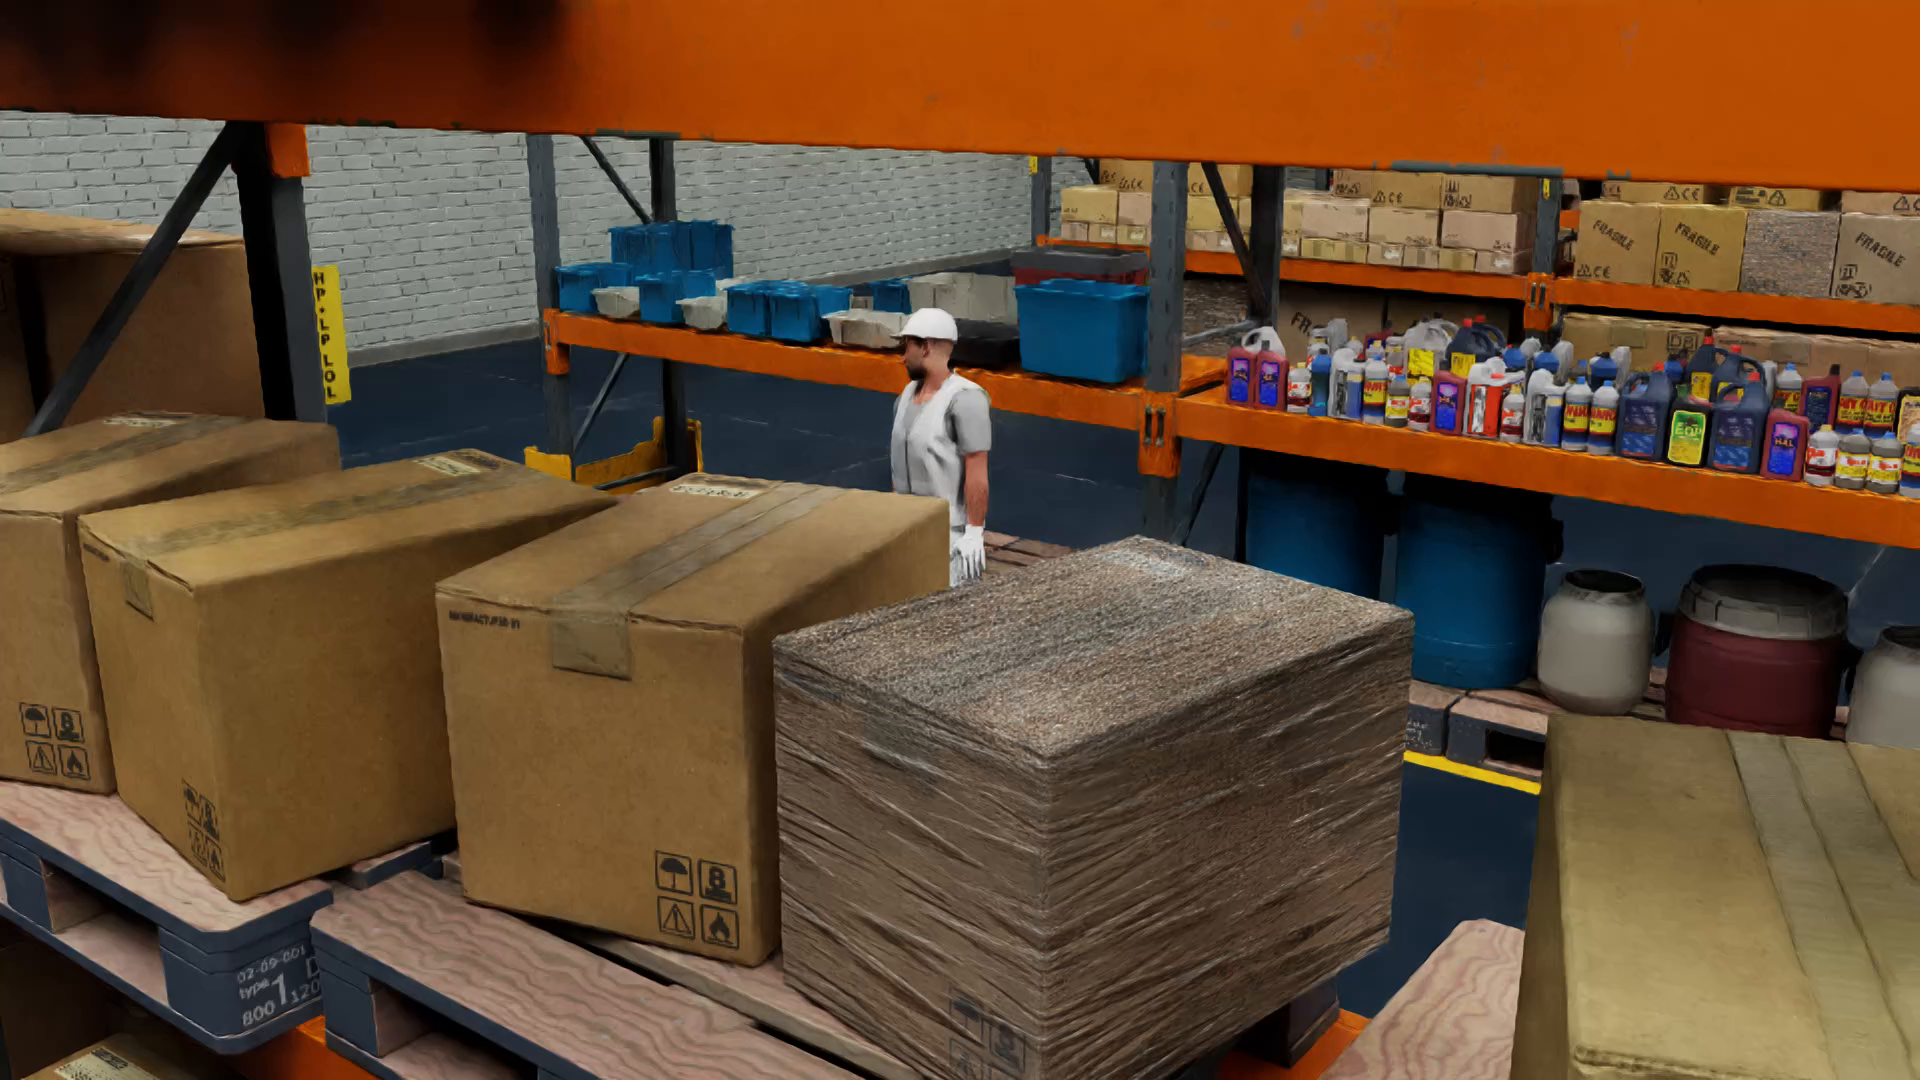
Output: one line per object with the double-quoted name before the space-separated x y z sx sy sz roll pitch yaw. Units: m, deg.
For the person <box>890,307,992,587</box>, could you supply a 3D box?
"person" -0.093 -0.030 6.663 0.603 1.758 0.539 14 21 39
